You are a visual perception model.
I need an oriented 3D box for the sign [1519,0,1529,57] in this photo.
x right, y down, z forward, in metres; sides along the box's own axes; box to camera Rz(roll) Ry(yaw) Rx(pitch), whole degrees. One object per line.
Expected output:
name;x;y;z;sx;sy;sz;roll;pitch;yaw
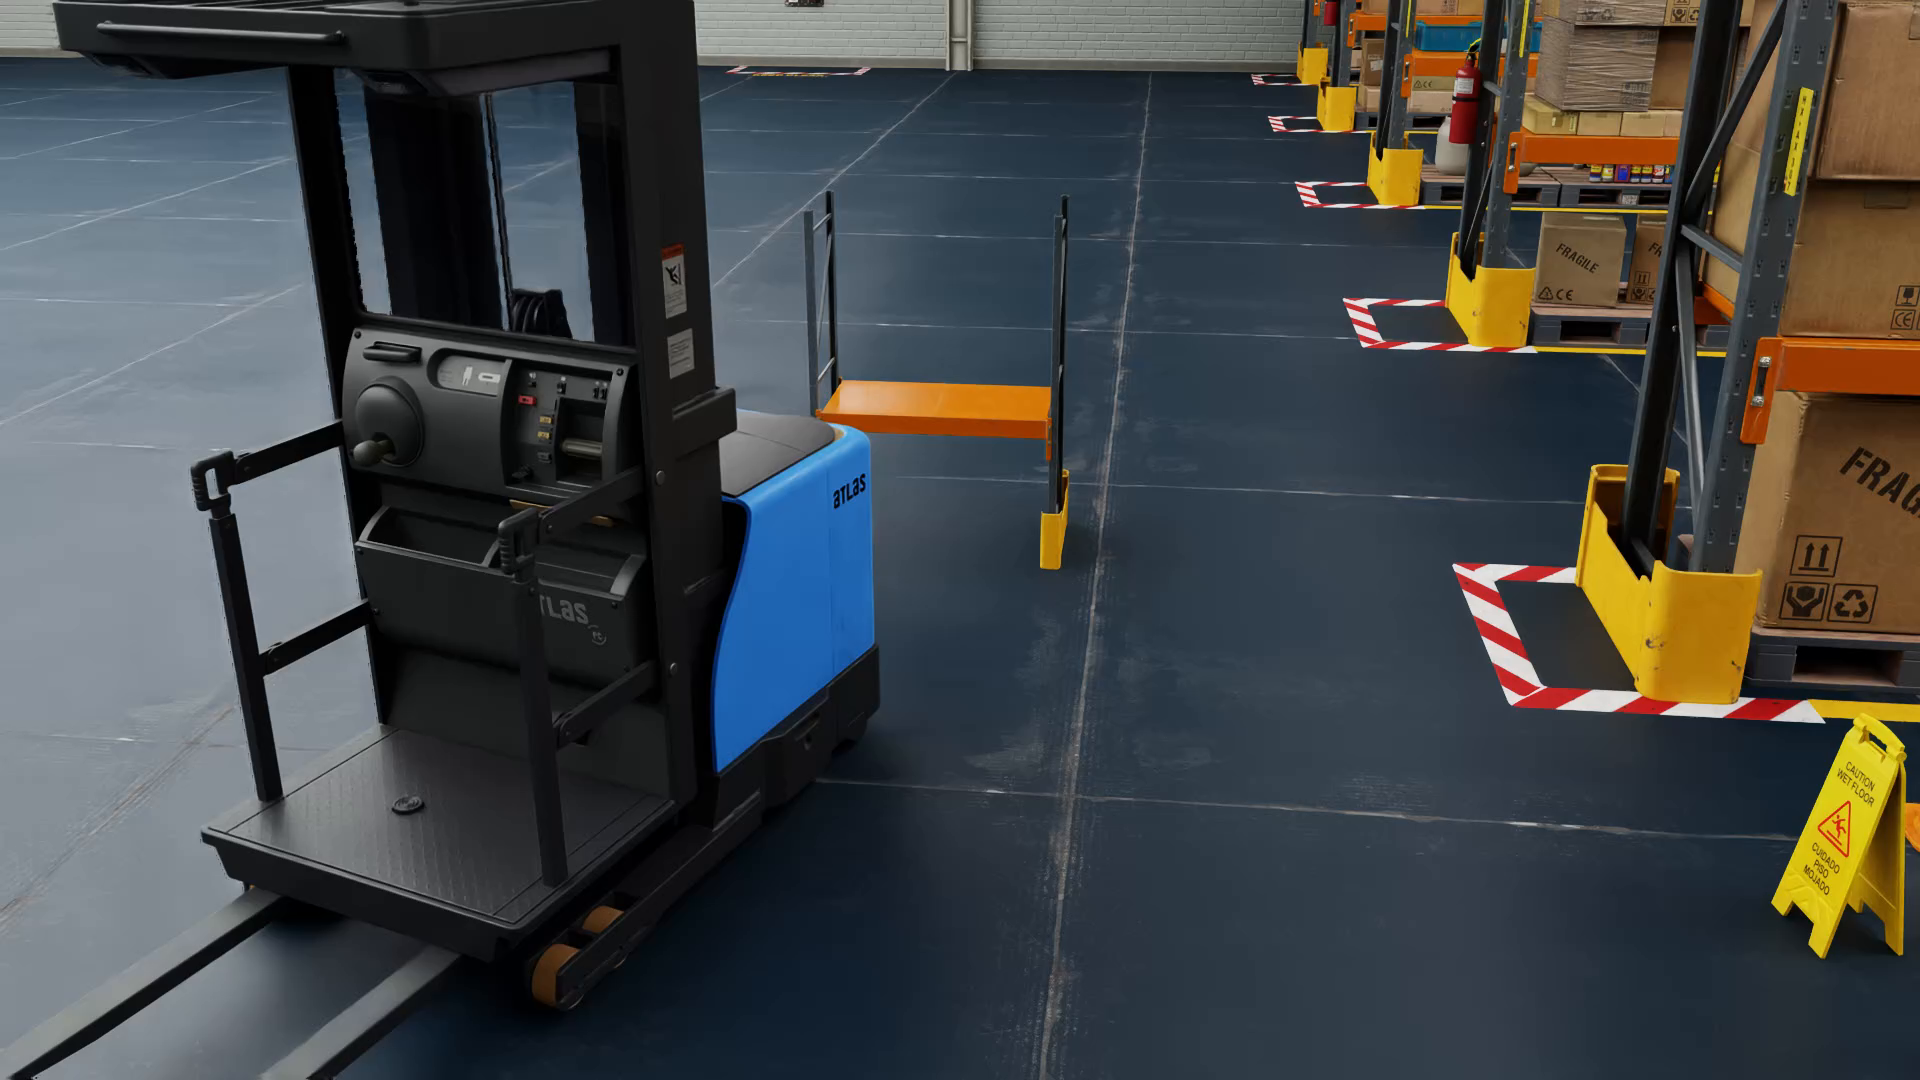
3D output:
sign;3.342;-3.034;9.856;0.005;0.325;0.100;2;22;6

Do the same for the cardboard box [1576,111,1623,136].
cardboard box;3.907;-2.595;10.266;0.250;0.149;0.380;2;22;6

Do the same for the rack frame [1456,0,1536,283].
rack frame;3.406;-2.829;10.516;0.127;3.000;1.000;2;22;6

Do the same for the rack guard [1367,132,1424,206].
rack guard;4.070;-3.489;15.585;0.348;0.500;1.175;2;22;6

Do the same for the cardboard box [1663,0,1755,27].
cardboard box;4.416;-3.331;9.886;0.500;0.500;0.500;2;22;6

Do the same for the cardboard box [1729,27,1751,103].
cardboard box;4.951;-2.965;10.319;0.500;0.500;0.875;2;22;6

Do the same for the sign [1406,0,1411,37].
sign;3.920;-4.566;14.532;0.005;0.325;0.100;2;22;6

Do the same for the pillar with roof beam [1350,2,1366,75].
pillar with roof beam;5.445;-9.758;19.883;0.400;9.000;9.100;2;22;6

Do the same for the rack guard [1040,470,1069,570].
rack guard;0.419;-0.098;7.348;0.087;0.250;0.587;2;22;6

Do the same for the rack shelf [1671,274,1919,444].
rack shelf;4.708;-0.602;5.860;4.000;0.370;1.077;2;22;6

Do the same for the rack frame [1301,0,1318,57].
rack frame;5.155;-8.255;24.239;0.127;3.000;1.000;2;22;6

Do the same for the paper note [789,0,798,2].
paper note;-2.624;-8.544;26.169;0.142;0.148;0.016;2;22;6

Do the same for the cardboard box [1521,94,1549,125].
cardboard box;3.713;-2.775;10.722;0.250;0.149;0.380;2;22;6

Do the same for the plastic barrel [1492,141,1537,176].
plastic barrel;5.149;-3.654;15.414;0.421;0.512;0.421;0;22;0

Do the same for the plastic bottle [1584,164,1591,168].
plastic bottle;5.982;-3.661;15.717;0.133;0.283;0.061;3;22;8

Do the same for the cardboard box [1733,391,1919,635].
cardboard box;3.403;-0.225;6.247;0.875;0.875;0.875;3;22;7

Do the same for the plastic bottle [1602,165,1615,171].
plastic bottle;6.099;-3.600;15.561;0.133;0.283;0.061;2;22;6

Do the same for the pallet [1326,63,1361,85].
pallet;6.033;-6.906;24.622;1.213;0.211;1.003;2;22;6

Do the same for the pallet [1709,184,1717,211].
pallet;7.299;-3.212;15.277;1.213;0.211;1.003;2;22;6

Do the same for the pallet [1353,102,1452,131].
pallet;5.340;-5.131;20.132;1.213;0.211;1.003;2;22;6

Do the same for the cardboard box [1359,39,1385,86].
cardboard box;5.143;-5.797;20.171;0.500;0.500;0.500;2;22;6

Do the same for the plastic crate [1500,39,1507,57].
plastic crate;4.840;-4.359;14.744;0.250;0.136;0.298;2;22;6

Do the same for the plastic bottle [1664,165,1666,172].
plastic bottle;6.606;-3.560;15.471;0.135;0.276;0.152;2;22;6

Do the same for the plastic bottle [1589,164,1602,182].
plastic bottle;5.753;-3.381;15.025;0.097;0.271;0.097;0;22;0

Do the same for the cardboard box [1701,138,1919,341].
cardboard box;3.096;-1.093;5.920;0.550;0.550;0.875;2;22;6

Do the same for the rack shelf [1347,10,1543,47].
rack shelf;6.562;-6.025;19.578;4.000;0.370;1.077;2;22;6

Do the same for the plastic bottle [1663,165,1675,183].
plastic bottle;6.394;-3.353;14.954;0.097;0.271;0.097;0;22;0

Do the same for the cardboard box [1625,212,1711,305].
cardboard box;4.622;-1.816;10.781;0.500;0.500;0.500;8;23;20

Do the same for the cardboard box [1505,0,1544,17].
cardboard box;6.575;-6.401;19.416;0.500;0.500;0.700;3;22;8

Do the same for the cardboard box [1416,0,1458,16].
cardboard box;5.560;-6.446;19.530;0.500;0.500;0.700;3;22;8

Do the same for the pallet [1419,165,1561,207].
pallet;4.876;-3.318;15.544;1.213;0.211;1.003;2;22;6

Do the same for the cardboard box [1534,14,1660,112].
cardboard box;3.949;-2.980;10.358;0.500;0.500;0.875;2;22;6

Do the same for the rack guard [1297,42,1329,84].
rack guard;5.230;-7.089;24.691;0.348;0.500;1.175;2;22;6

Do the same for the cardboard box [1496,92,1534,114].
cardboard box;6.571;-5.193;19.663;0.500;0.250;0.500;2;22;6

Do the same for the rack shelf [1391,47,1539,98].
rack shelf;5.975;-4.216;15.004;4.000;0.370;1.077;2;22;6

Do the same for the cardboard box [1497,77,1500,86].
cardboard box;6.077;-5.569;19.595;0.500;0.500;0.500;2;22;6

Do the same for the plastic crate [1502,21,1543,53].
plastic crate;5.165;-4.626;15.263;0.408;0.251;0.499;2;22;6

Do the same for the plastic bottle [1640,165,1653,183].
plastic bottle;6.192;-3.362;14.976;0.097;0.271;0.097;0;22;0

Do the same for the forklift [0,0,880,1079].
forklift;-1.366;-0.321;4.264;1.130;2.935;3.031;10;24;24

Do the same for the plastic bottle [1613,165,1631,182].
plastic bottle;5.975;-3.370;14.981;0.133;0.283;0.061;3;22;7

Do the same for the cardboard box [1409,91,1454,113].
cardboard box;5.579;-5.238;19.777;0.500;0.250;0.500;2;22;6

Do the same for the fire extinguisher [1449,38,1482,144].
fire extinguisher;3.347;-2.966;10.968;0.183;0.674;0.296;2;22;6

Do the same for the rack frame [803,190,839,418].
rack frame;-0.590;-0.723;7.229;0.032;1.500;0.500;2;22;6

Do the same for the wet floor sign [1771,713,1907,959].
wet floor sign;2.460;0.794;4.554;0.232;0.644;0.267;-1;22;-3

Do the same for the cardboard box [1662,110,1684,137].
cardboard box;4.404;-2.576;10.216;0.250;0.149;0.380;2;22;6

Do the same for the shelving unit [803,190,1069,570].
shelving unit;-0.076;-0.701;7.172;1.083;1.500;0.587;2;22;6
